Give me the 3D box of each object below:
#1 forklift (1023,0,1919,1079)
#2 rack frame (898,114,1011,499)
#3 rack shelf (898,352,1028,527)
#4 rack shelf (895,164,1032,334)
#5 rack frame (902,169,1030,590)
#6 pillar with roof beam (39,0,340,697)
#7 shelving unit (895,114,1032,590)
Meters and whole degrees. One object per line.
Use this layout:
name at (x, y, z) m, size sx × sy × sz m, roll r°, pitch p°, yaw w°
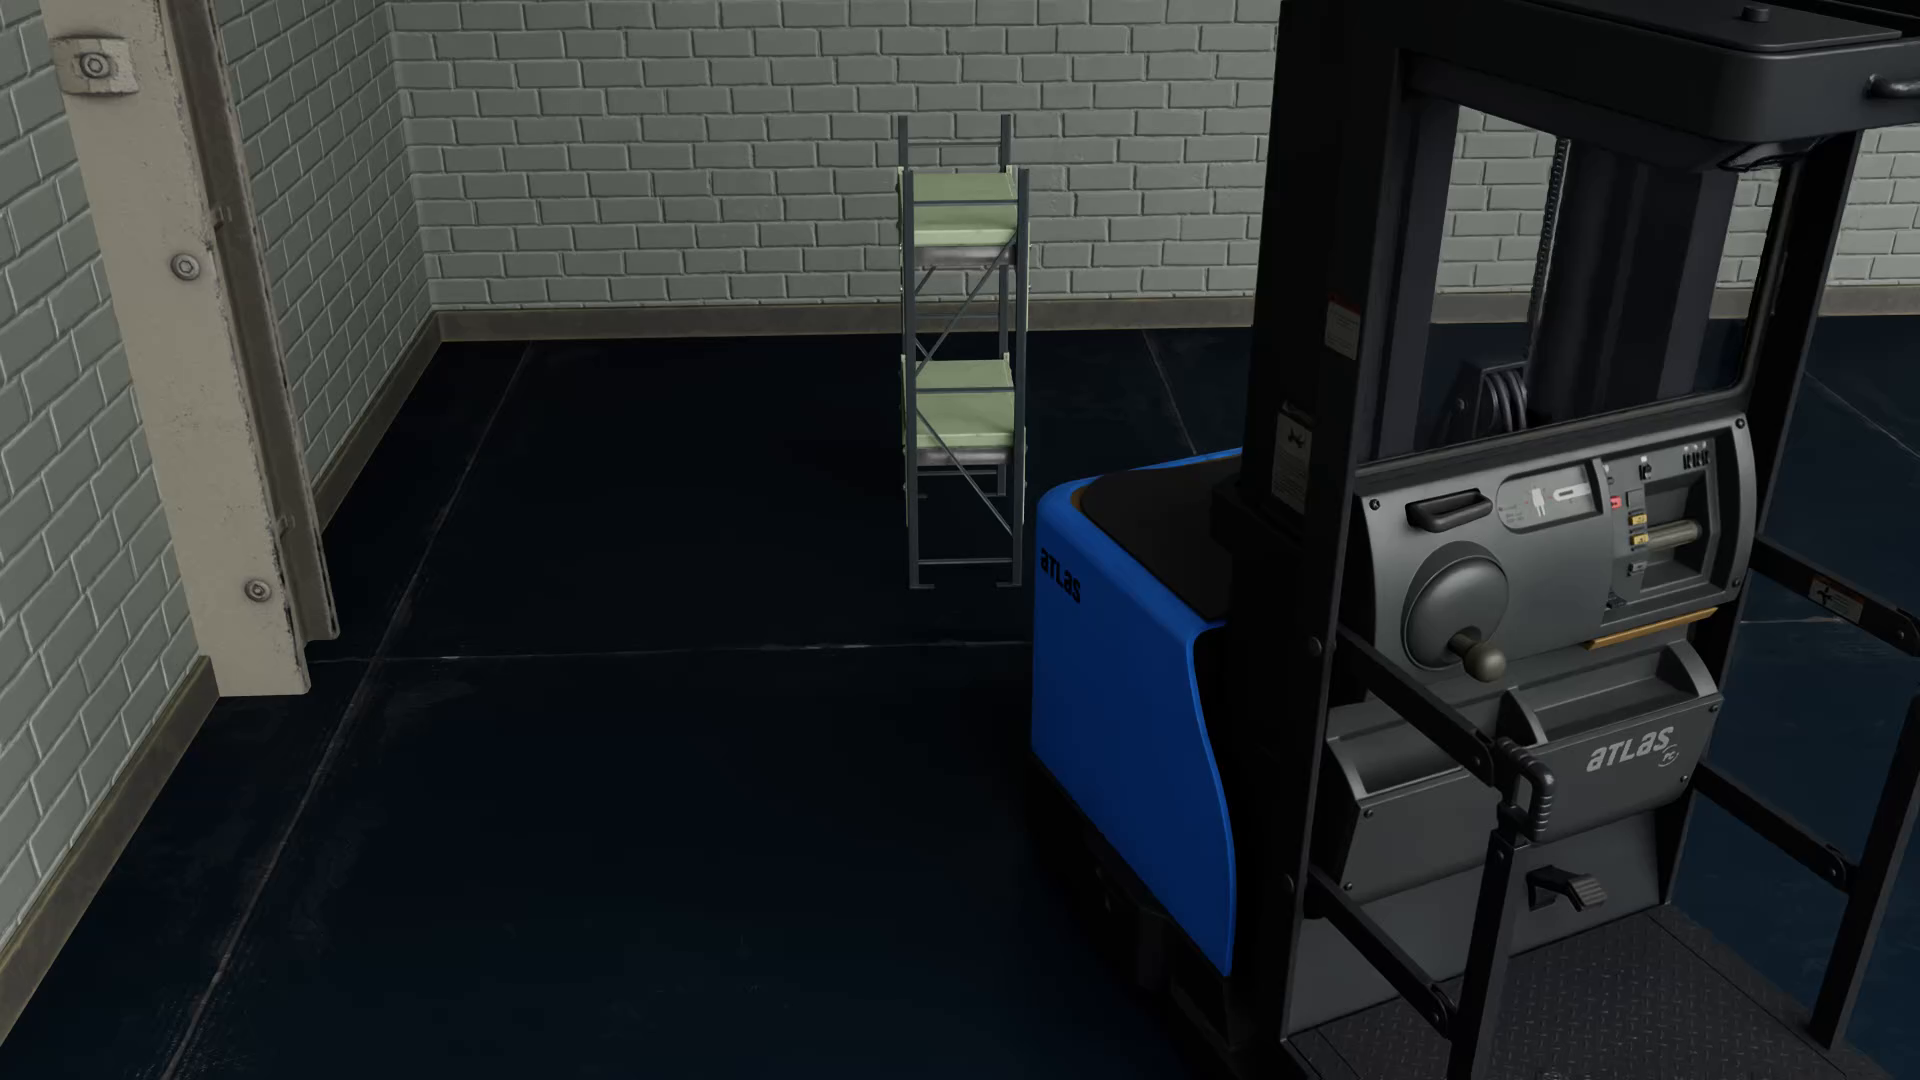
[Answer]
forklift at (1.242, 0.046, 2.992) m, size 1.130 × 2.935 × 3.031 m, roll -12°, pitch 30°, yaw -21°
rack frame at (-0.019, -0.837, 6.233) m, size 0.400 × 1.500 × 0.023 m, roll -1°, pitch 28°, yaw -3°
rack shelf at (0.000, -0.379, 6.060) m, size 0.431 × 0.370 × 0.720 m, roll -1°, pitch 28°, yaw -3°
rack shelf at (0.000, -1.014, 5.729) m, size 0.431 × 0.370 × 0.720 m, roll -1°, pitch 28°, yaw -3°
rack frame at (0.019, -0.499, 5.585) m, size 0.400 × 1.500 × 0.023 m, roll -1°, pitch 28°, yaw -3°
pillar with roof beam at (2.049, -3.691, 3.595) m, size 9.100 × 9.000 × 0.400 m, roll -1°, pitch 28°, yaw -3°
shelving unit at (0.000, -0.668, 5.909) m, size 0.431 × 1.500 × 0.755 m, roll -1°, pitch 28°, yaw -3°
